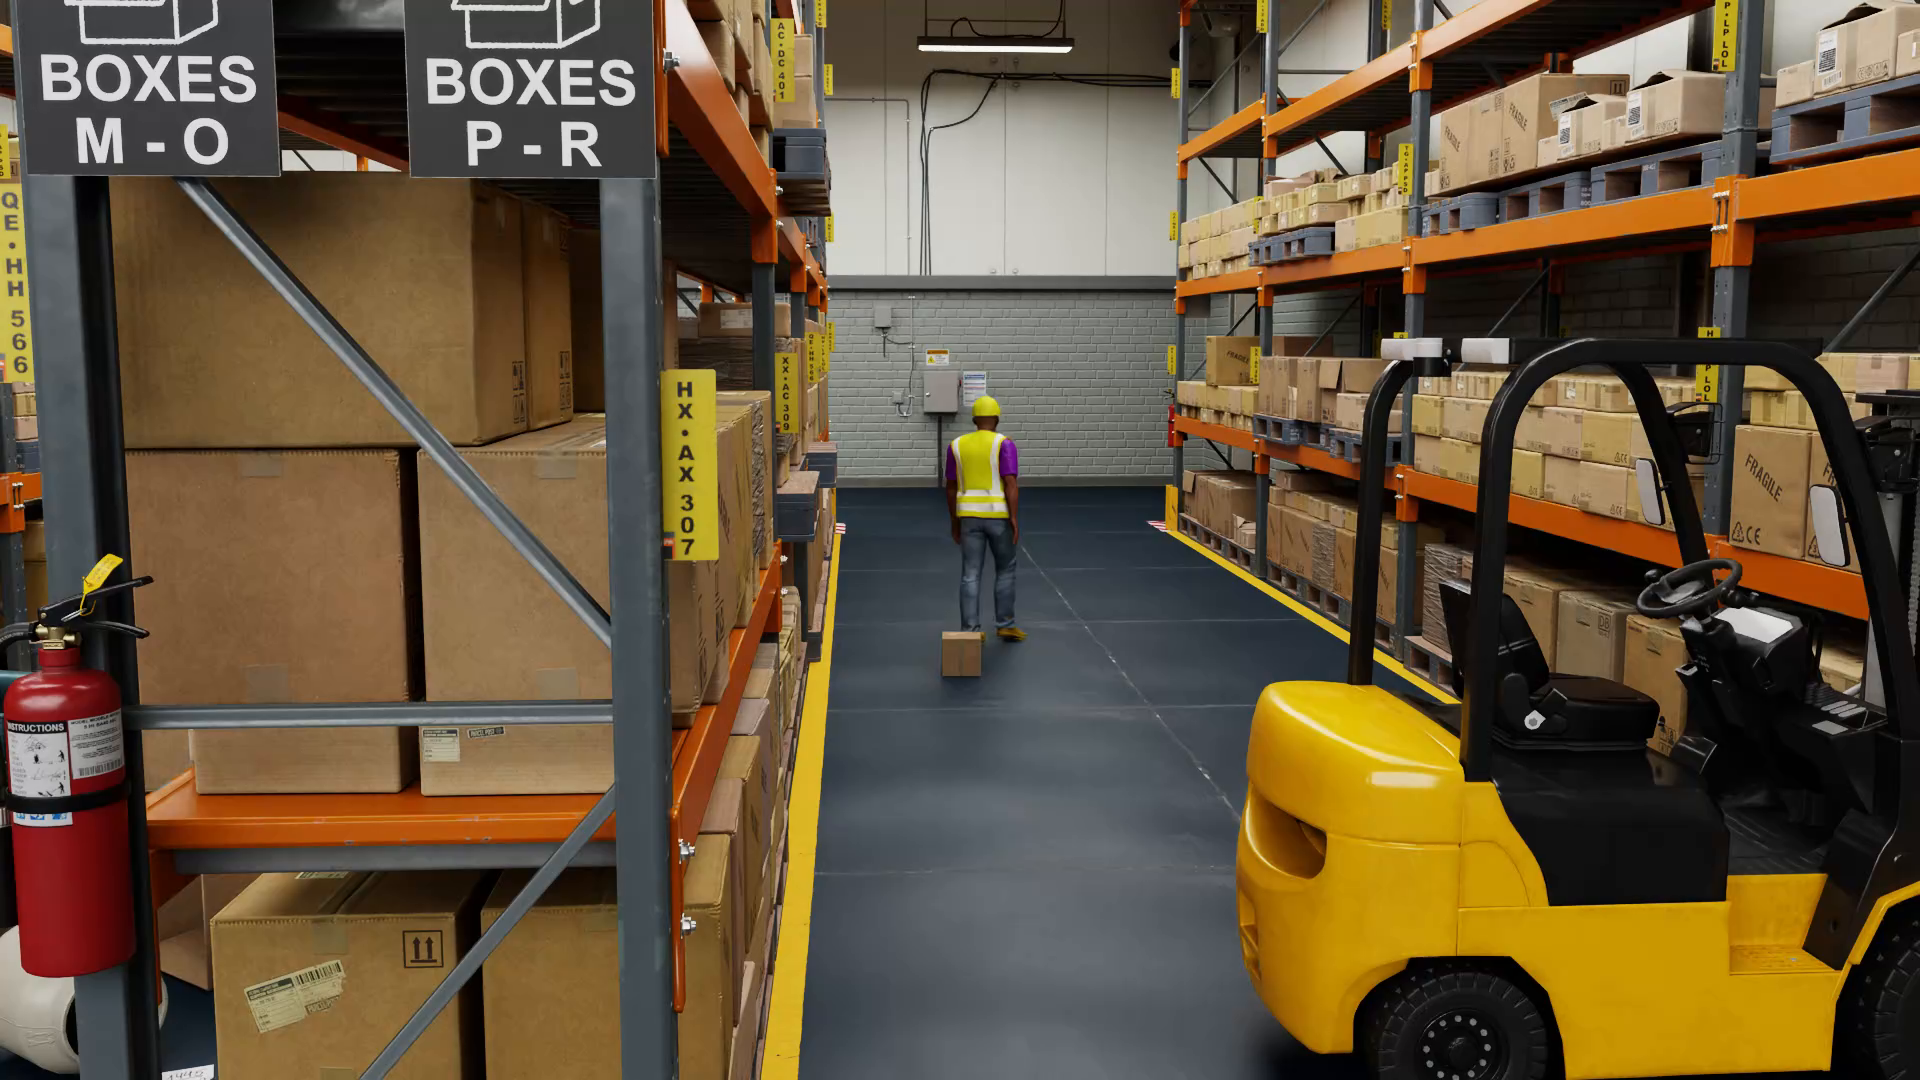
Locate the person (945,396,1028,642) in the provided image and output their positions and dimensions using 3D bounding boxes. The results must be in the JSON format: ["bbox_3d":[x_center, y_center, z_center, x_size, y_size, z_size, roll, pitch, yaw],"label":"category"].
[{"bbox_3d":[0.173,-0.129,11.797,0.605,1.776,0.737,2,7,18],"label":"person"}]
